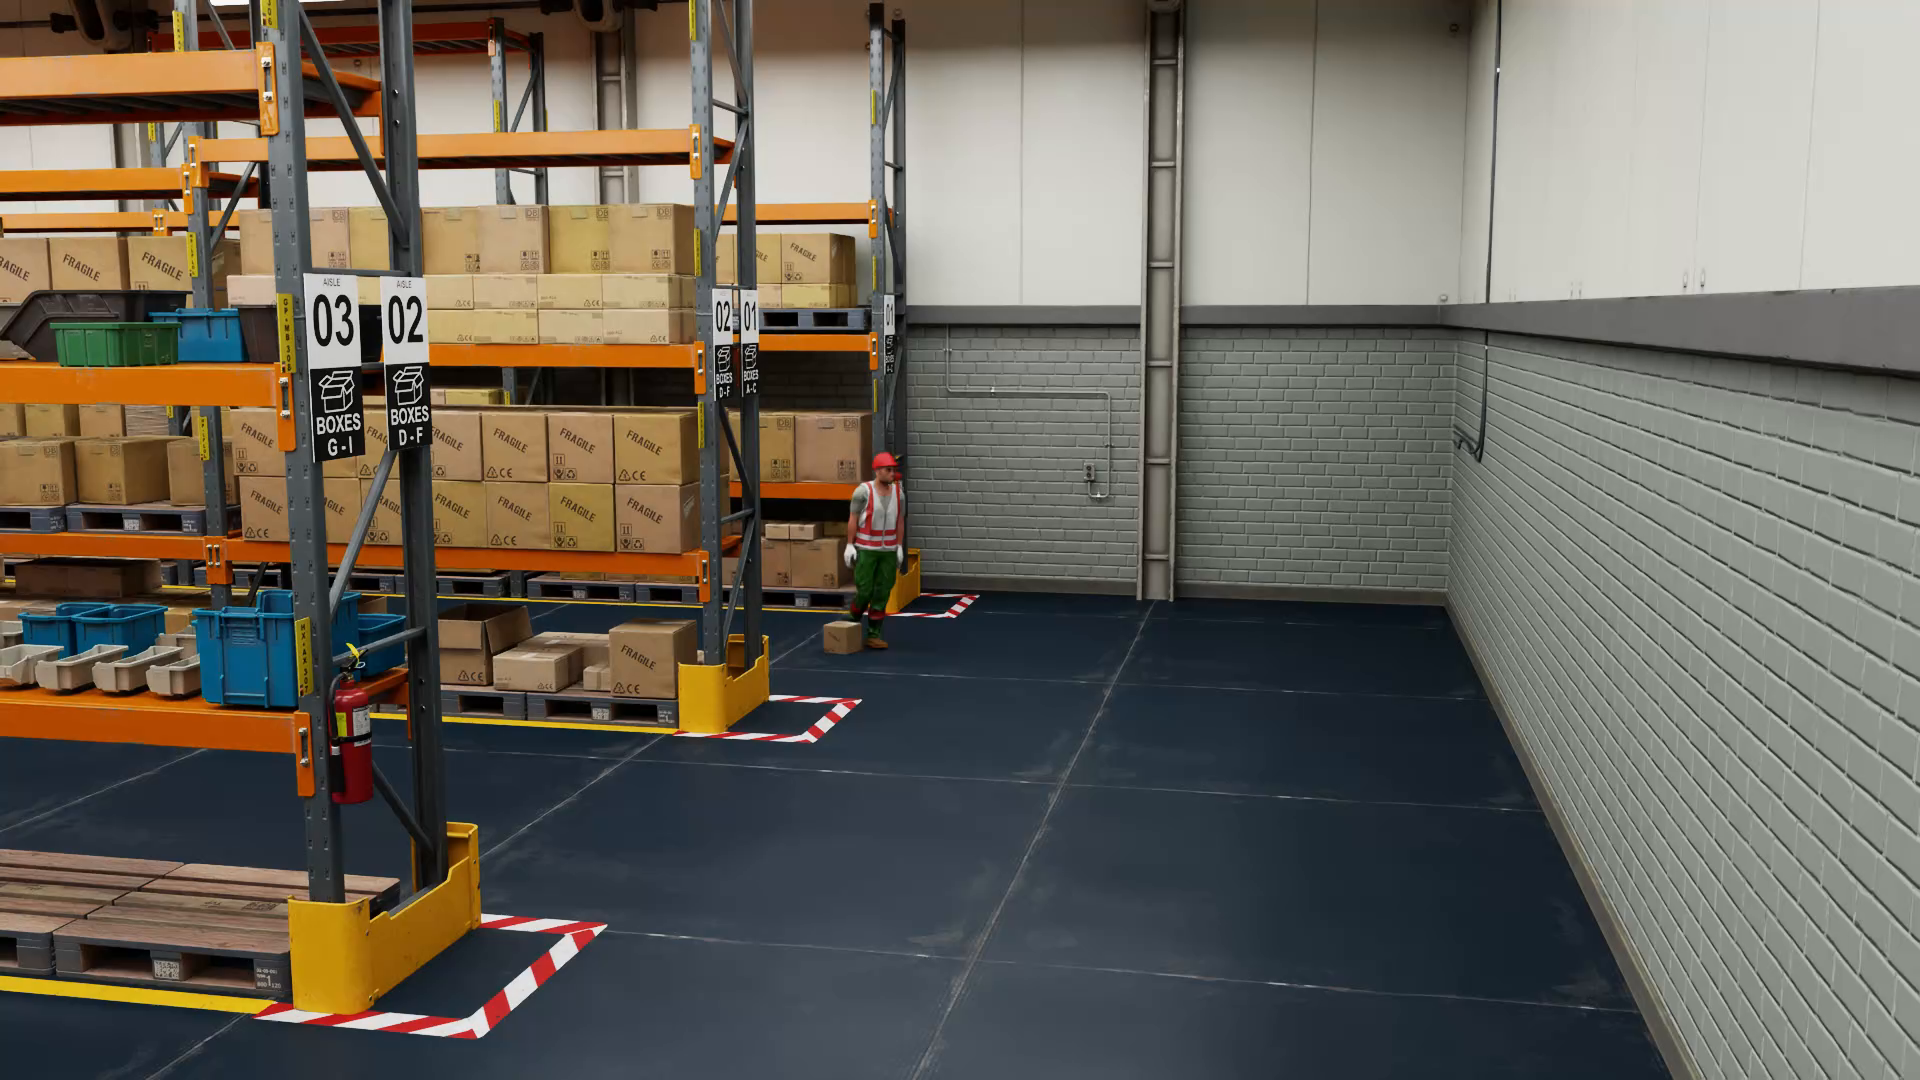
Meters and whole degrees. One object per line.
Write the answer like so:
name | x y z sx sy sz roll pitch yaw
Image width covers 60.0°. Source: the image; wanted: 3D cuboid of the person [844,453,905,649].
person | -0.776 0.092 15.022 0.587 1.781 0.556 -4 9 -29
